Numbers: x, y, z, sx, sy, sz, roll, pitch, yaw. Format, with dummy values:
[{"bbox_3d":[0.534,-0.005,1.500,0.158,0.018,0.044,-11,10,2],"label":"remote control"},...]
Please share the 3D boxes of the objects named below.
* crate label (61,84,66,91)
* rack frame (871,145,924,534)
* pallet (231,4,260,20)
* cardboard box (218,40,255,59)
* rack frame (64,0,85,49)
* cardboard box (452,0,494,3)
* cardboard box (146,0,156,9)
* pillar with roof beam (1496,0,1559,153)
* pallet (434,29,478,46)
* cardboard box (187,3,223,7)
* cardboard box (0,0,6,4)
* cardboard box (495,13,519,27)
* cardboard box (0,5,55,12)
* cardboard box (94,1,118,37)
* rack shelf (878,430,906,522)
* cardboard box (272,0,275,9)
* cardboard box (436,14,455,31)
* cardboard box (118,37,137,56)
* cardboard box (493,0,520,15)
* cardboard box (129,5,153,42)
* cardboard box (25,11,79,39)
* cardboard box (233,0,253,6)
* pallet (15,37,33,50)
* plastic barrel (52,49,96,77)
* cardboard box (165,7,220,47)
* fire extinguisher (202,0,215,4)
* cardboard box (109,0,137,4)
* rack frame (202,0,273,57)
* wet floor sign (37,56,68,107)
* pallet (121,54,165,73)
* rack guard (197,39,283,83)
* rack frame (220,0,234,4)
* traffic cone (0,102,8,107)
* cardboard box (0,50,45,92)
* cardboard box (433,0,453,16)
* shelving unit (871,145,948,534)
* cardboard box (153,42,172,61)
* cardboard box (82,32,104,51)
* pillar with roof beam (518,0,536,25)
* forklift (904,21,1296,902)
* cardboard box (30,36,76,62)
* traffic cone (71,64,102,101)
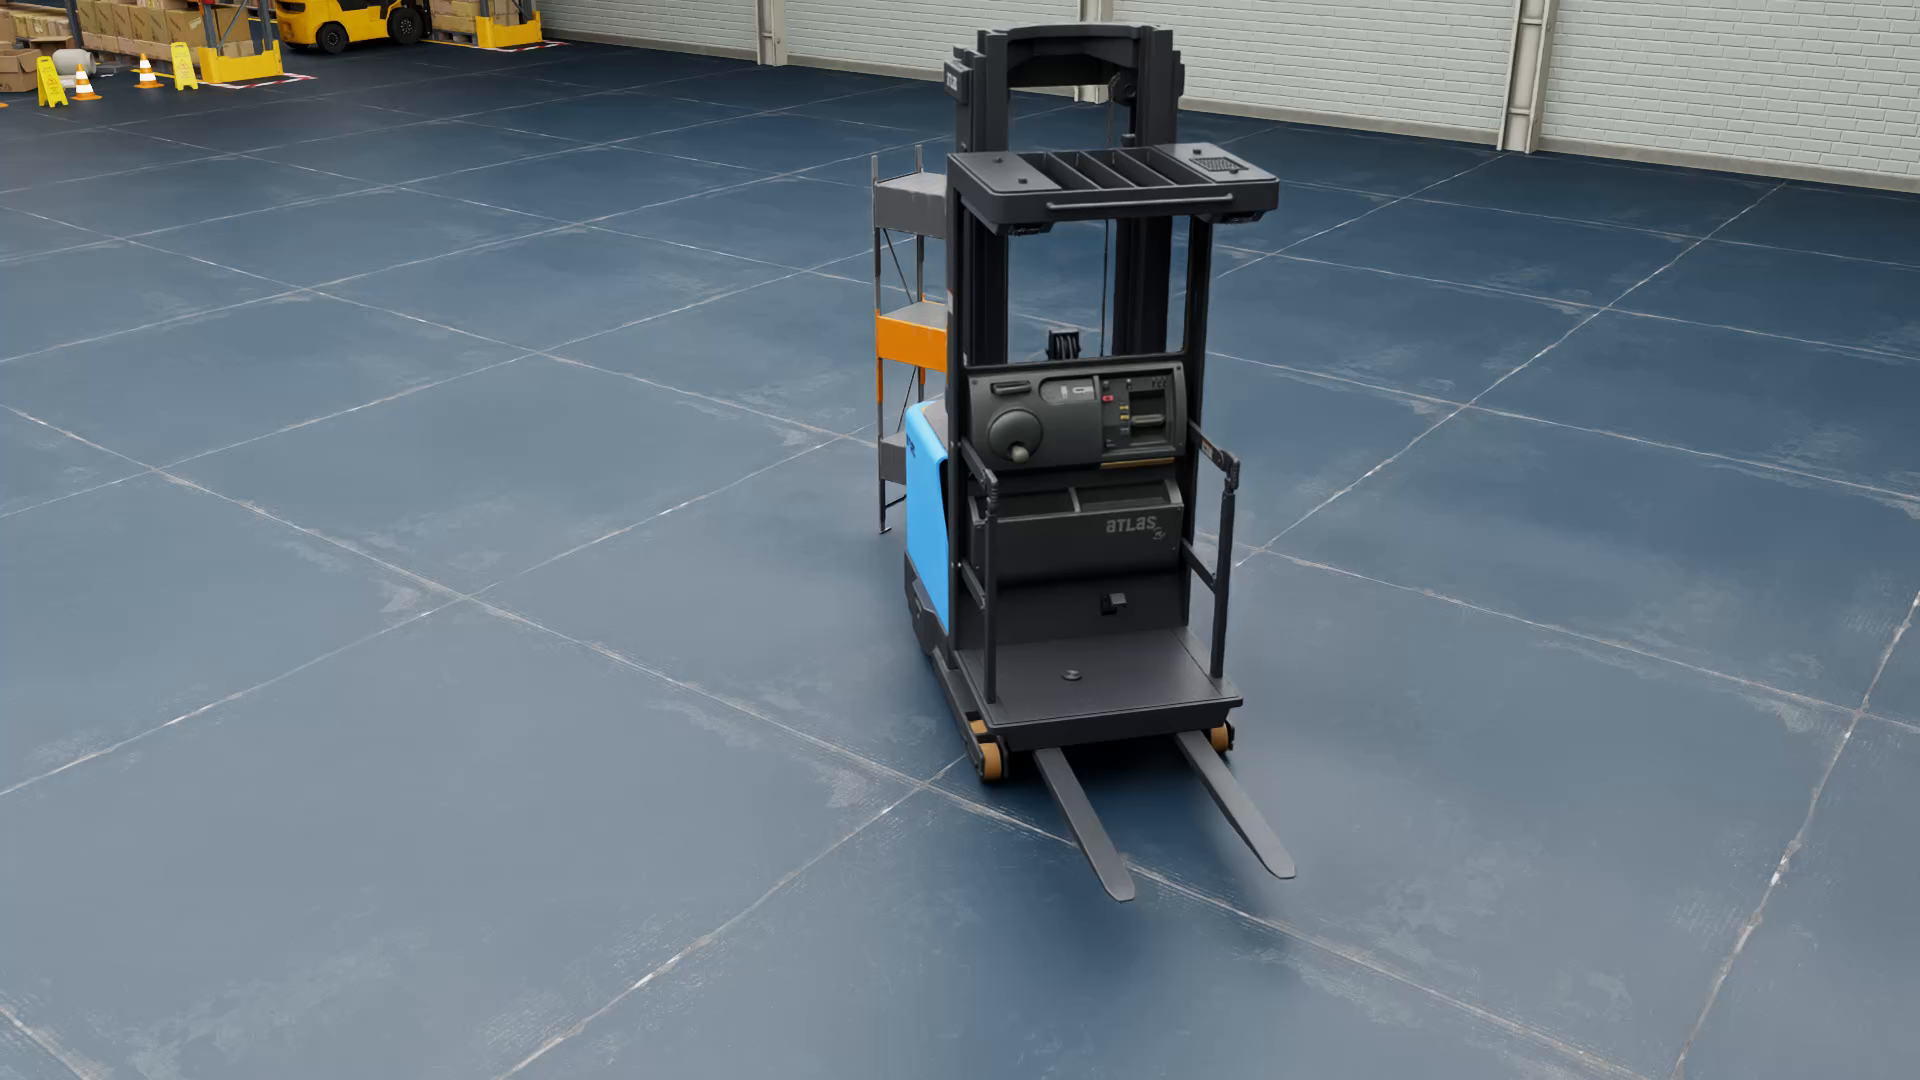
[{"bbox_3d":[-12.902,-6.421,23.652,0.298,0.136,0.250,3,24,6],"label":"crate label"},{"bbox_3d":[-0.328,-1.060,9.051,0.015,2.100,0.400,17,29,33],"label":"rack frame"},{"bbox_3d":[-13.516,-10.362,32.506,1.213,0.211,1.003,17,29,33],"label":"pallet"},{"bbox_3d":[-11.204,-7.531,25.512,0.500,0.250,0.500,17,29,33],"label":"cardboard box"},{"bbox_3d":[-13.925,-9.280,26.593,0.127,3.000,1.000,17,29,33],"label":"rack frame"},{"bbox_3d":[-8.306,-9.318,28.326,0.500,0.250,0.500,18,29,35],"label":"cardboard box"},{"bbox_3d":[-12.055,-8.125,25.126,0.250,0.149,0.380,17,29,34],"label":"cardboard box"},{"bbox_3d":[4.055,-7.378,14.835,0.400,9.000,9.100,17,29,33],"label":"pillar with roof beam"},{"bbox_3d":[-8.387,-8.811,28.985,1.213,0.211,1.003,17,29,33],"label":"pallet"},{"bbox_3d":[-11.644,-8.005,25.657,0.500,0.500,0.500,16,28,31],"label":"cardboard box"},{"bbox_3d":[-17.629,-9.661,29.572,0.875,0.875,0.875,17,29,33],"label":"cardboard box"},{"bbox_3d":[-8.026,-9.031,28.916,0.500,0.250,0.500,17,29,34],"label":"cardboard box"},{"bbox_3d":[-16.084,-8.922,28.517,0.625,0.372,0.950,16,28,32],"label":"cardboard box"},{"bbox_3d":[-13.179,-8.202,26.104,0.500,0.500,0.500,18,30,35],"label":"cardboard box"},{"bbox_3d":[-0.132,-0.348,9.205,0.480,0.518,0.431,17,29,33],"label":"rack shelf"},{"bbox_3d":[-12.594,-10.482,31.744,0.625,0.625,0.875,15,28,31],"label":"cardboard box"},{"bbox_3d":[-8.708,-8.984,28.810,0.500,0.250,0.500,17,29,33],"label":"cardboard box"},{"bbox_3d":[-12.755,-7.732,25.967,0.500,0.250,0.500,16,29,33],"label":"cardboard box"},{"bbox_3d":[-8.002,-9.259,28.813,0.500,0.250,0.500,17,29,34],"label":"cardboard box"},{"bbox_3d":[-12.341,-7.949,25.531,0.500,0.500,0.500,16,28,32],"label":"cardboard box"},{"bbox_3d":[-14.923,-8.569,27.716,0.625,0.372,0.950,19,30,36],"label":"cardboard box"},{"bbox_3d":[-13.661,-10.800,32.466,0.625,0.625,0.875,18,29,35],"label":"cardboard box"},{"bbox_3d":[-15.529,-8.487,28.250,1.213,0.211,1.003,17,29,33],"label":"pallet"},{"bbox_3d":[-13.285,-7.145,24.942,0.512,0.421,0.421,-5,24,-12],"label":"plastic barrel"},{"bbox_3d":[-11.522,-7.700,24.964,0.500,0.500,0.500,17,29,34],"label":"cardboard box"},{"bbox_3d":[-10.909,-8.101,24.013,0.183,0.674,0.296,17,29,33],"label":"fire extinguisher"},{"bbox_3d":[-12.921,-8.387,25.720,0.250,0.149,0.380,19,30,36],"label":"cardboard box"},{"bbox_3d":[-10.724,-8.313,24.397,0.127,3.000,1.000,17,29,33],"label":"rack frame"},{"bbox_3d":[-12.401,-6.246,22.626,0.232,0.644,0.267,12,26,24],"label":"wet floor sign"},{"bbox_3d":[-12.386,-7.558,26.143,1.213,0.211,1.003,17,29,33],"label":"pallet"},{"bbox_3d":[-10.785,-7.188,24.943,0.348,0.500,1.175,17,29,33],"label":"rack guard"},{"bbox_3d":[-14.152,-11.850,32.425,0.127,3.000,1.000,17,29,33],"label":"rack frame"},{"bbox_3d":[-13.185,-6.117,22.560,0.334,0.463,0.336,17,29,33],"label":"traffic cone"},{"bbox_3d":[-13.648,-6.779,24.011,0.637,0.503,0.797,-1,24,-3],"label":"cardboard box"},{"bbox_3d":[-8.722,-9.220,28.724,0.500,0.250,0.500,16,29,33],"label":"cardboard box"},{"bbox_3d":[-0.132,-1.001,8.917,0.503,2.100,0.431,17,29,33],"label":"shelving unit"},{"bbox_3d":[-11.942,-7.483,25.404,0.500,0.250,0.500,17,29,33],"label":"cardboard box"},{"bbox_3d":[-13.615,-7.984,26.541,0.500,0.250,0.500,15,28,31],"label":"cardboard box"},{"bbox_3d":[-10.349,-11.731,24.714,0.400,9.000,9.100,17,29,33],"label":"pillar with roof beam"},{"bbox_3d":[0.545,-0.497,6.742,1.130,2.935,3.031,-5,24,-12],"label":"forklift"},{"bbox_3d":[-13.884,-7.439,25.512,0.500,0.500,0.500,-5,24,-12],"label":"cardboard box"},{"bbox_3d":[-12.236,-6.400,23.201,0.334,0.463,0.336,17,29,33],"label":"traffic cone"}]
